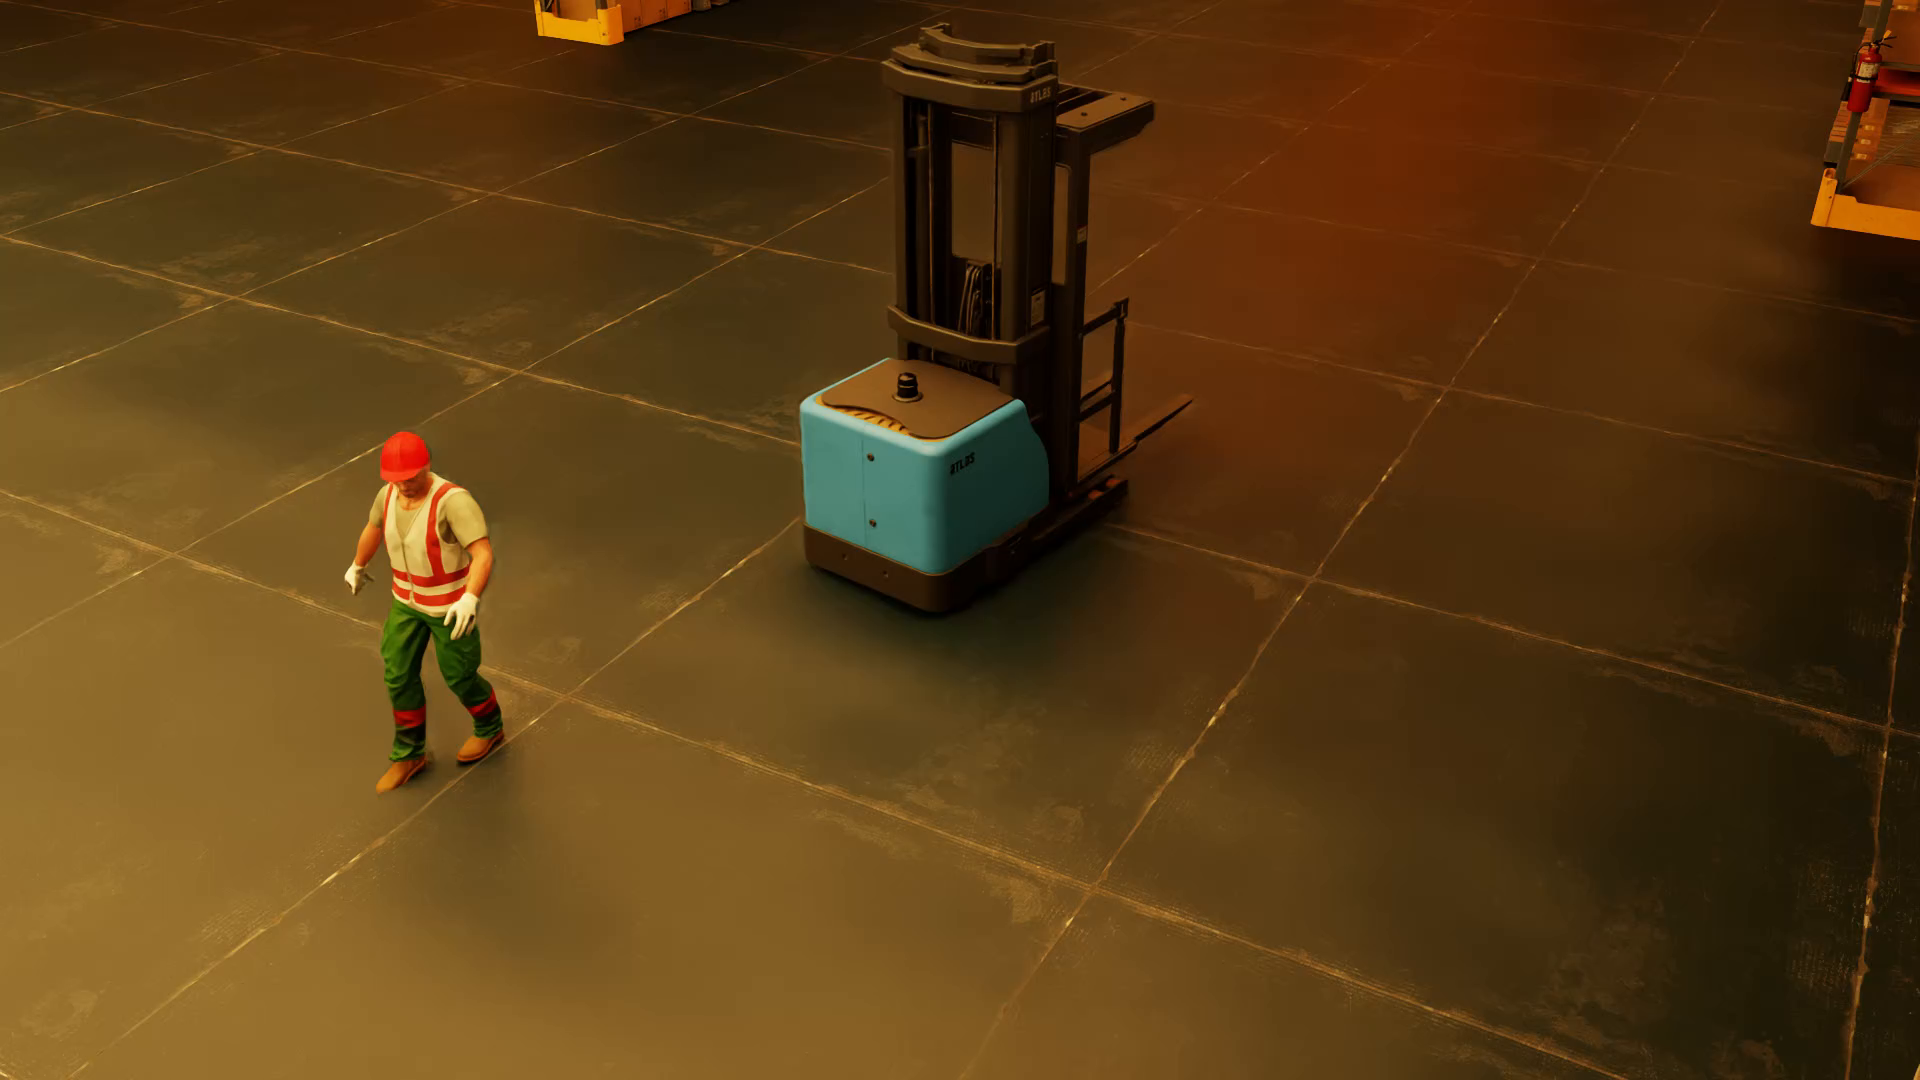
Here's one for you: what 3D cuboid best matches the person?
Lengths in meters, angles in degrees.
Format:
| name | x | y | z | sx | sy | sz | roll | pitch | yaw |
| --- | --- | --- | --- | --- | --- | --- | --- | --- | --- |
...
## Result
| name | x | y | z | sx | sy | sz | roll | pitch | yaw |
| --- | --- | --- | --- | --- | --- | --- | --- | --- | --- |
| person | -2.518 | 0.344 | 7.687 | 1.026 | 1.795 | 0.648 | 14 | 33 | 22 |

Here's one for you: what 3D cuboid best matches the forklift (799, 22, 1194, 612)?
| name | x | y | z | sx | sy | sz | roll | pitch | yaw |
| --- | --- | --- | --- | --- | --- | --- | --- | --- | --- |
| forklift | 0.391 | -1.545 | 9.748 | 1.130 | 2.935 | 3.031 | 21 | 36 | 32 |
